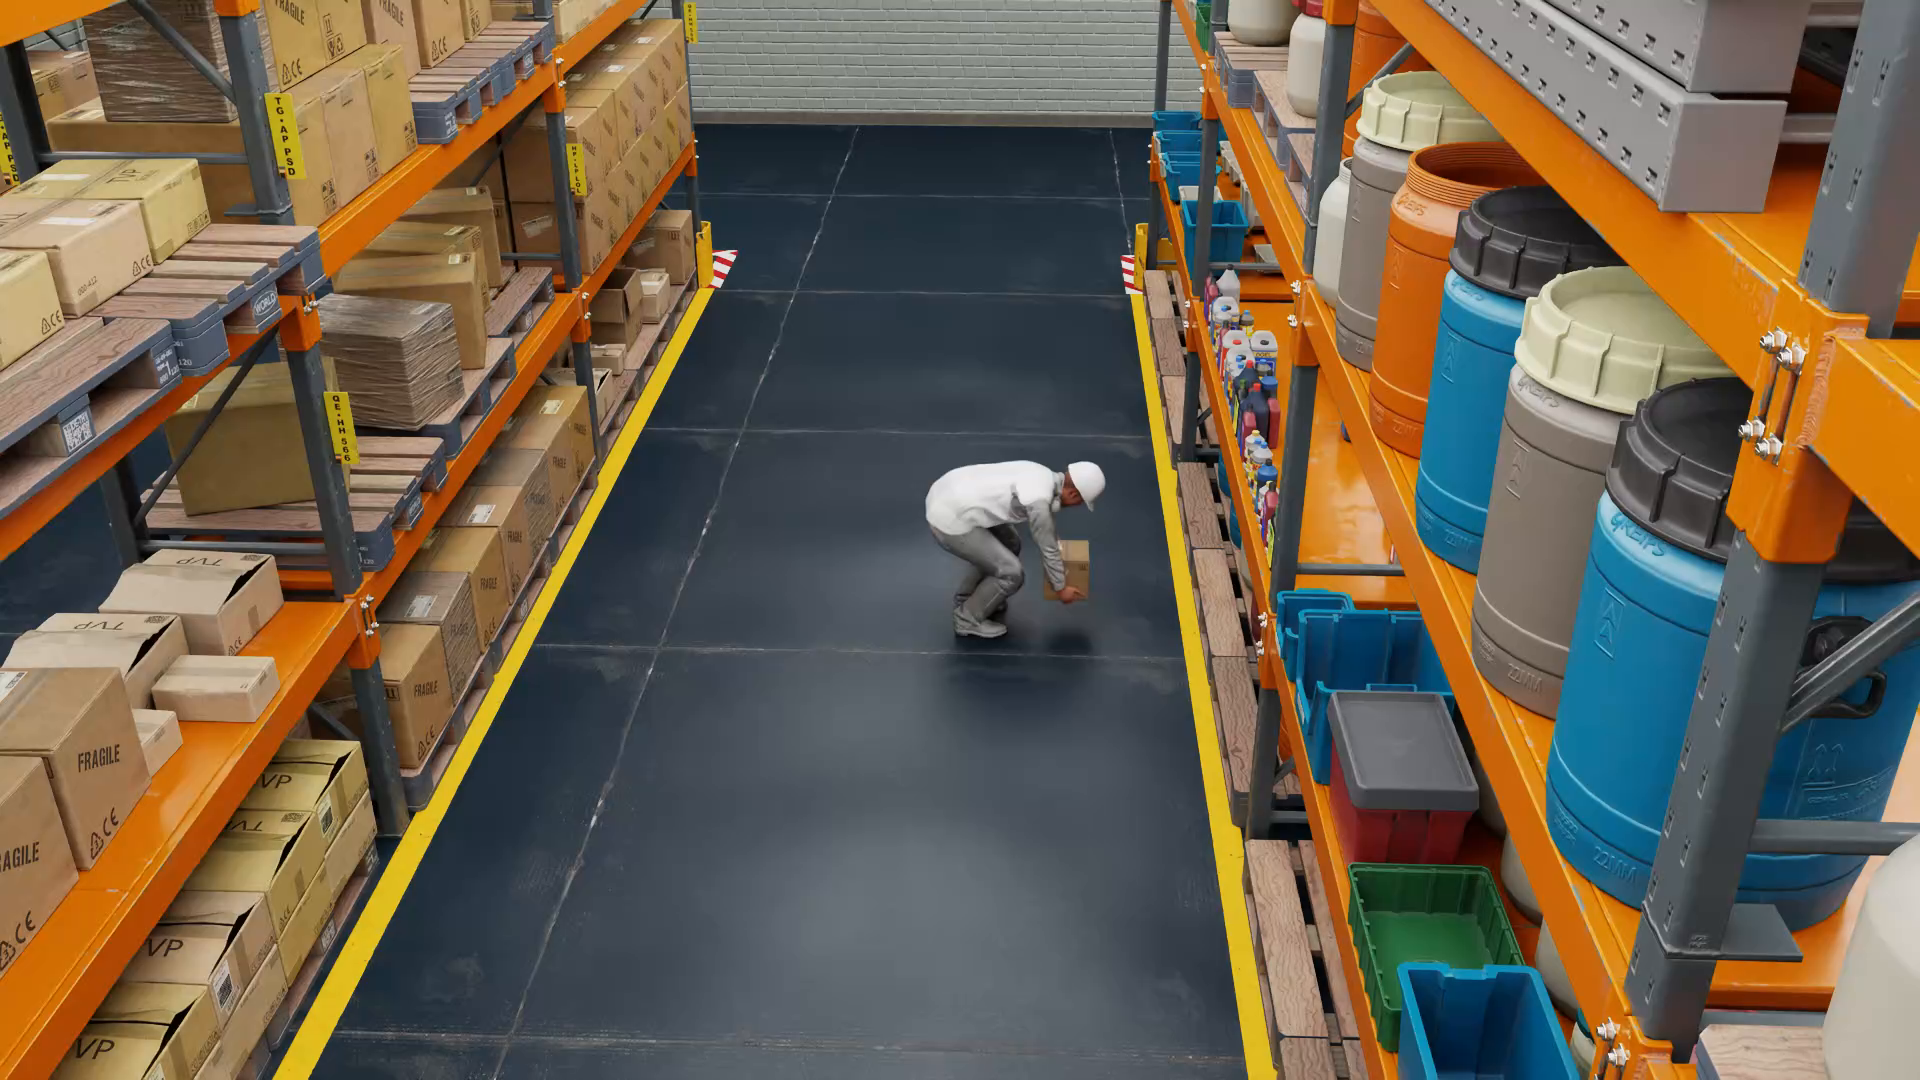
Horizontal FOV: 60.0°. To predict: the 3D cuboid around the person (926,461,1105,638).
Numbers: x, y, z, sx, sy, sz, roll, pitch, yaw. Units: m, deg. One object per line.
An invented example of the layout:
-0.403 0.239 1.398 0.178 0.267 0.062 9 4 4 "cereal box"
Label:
0.306 0.024 9.377 0.996 1.000 0.519 0 28 -1 "person"
